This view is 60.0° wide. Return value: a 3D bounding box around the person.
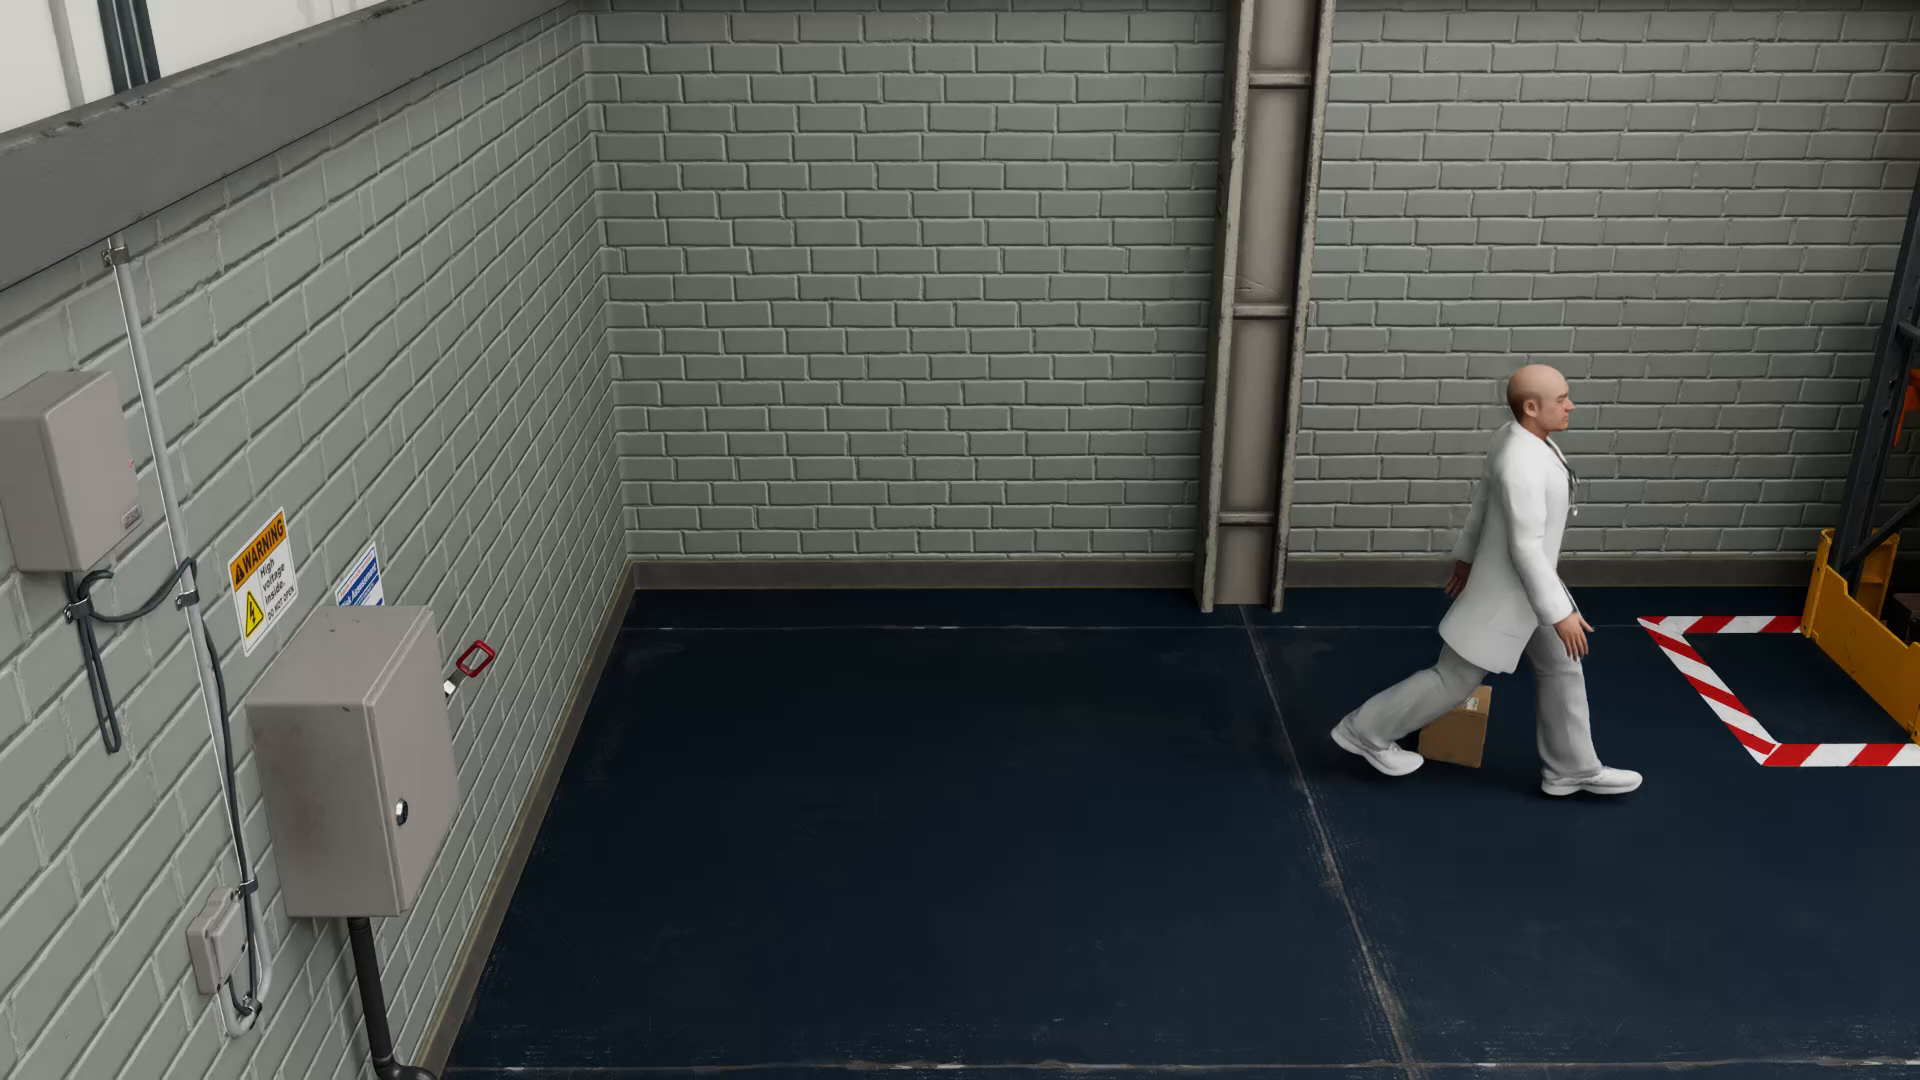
[{"bbox_3d":[2.056,0.178,6.229,1.175,1.727,0.625,9,25,19],"label":"person"}]
